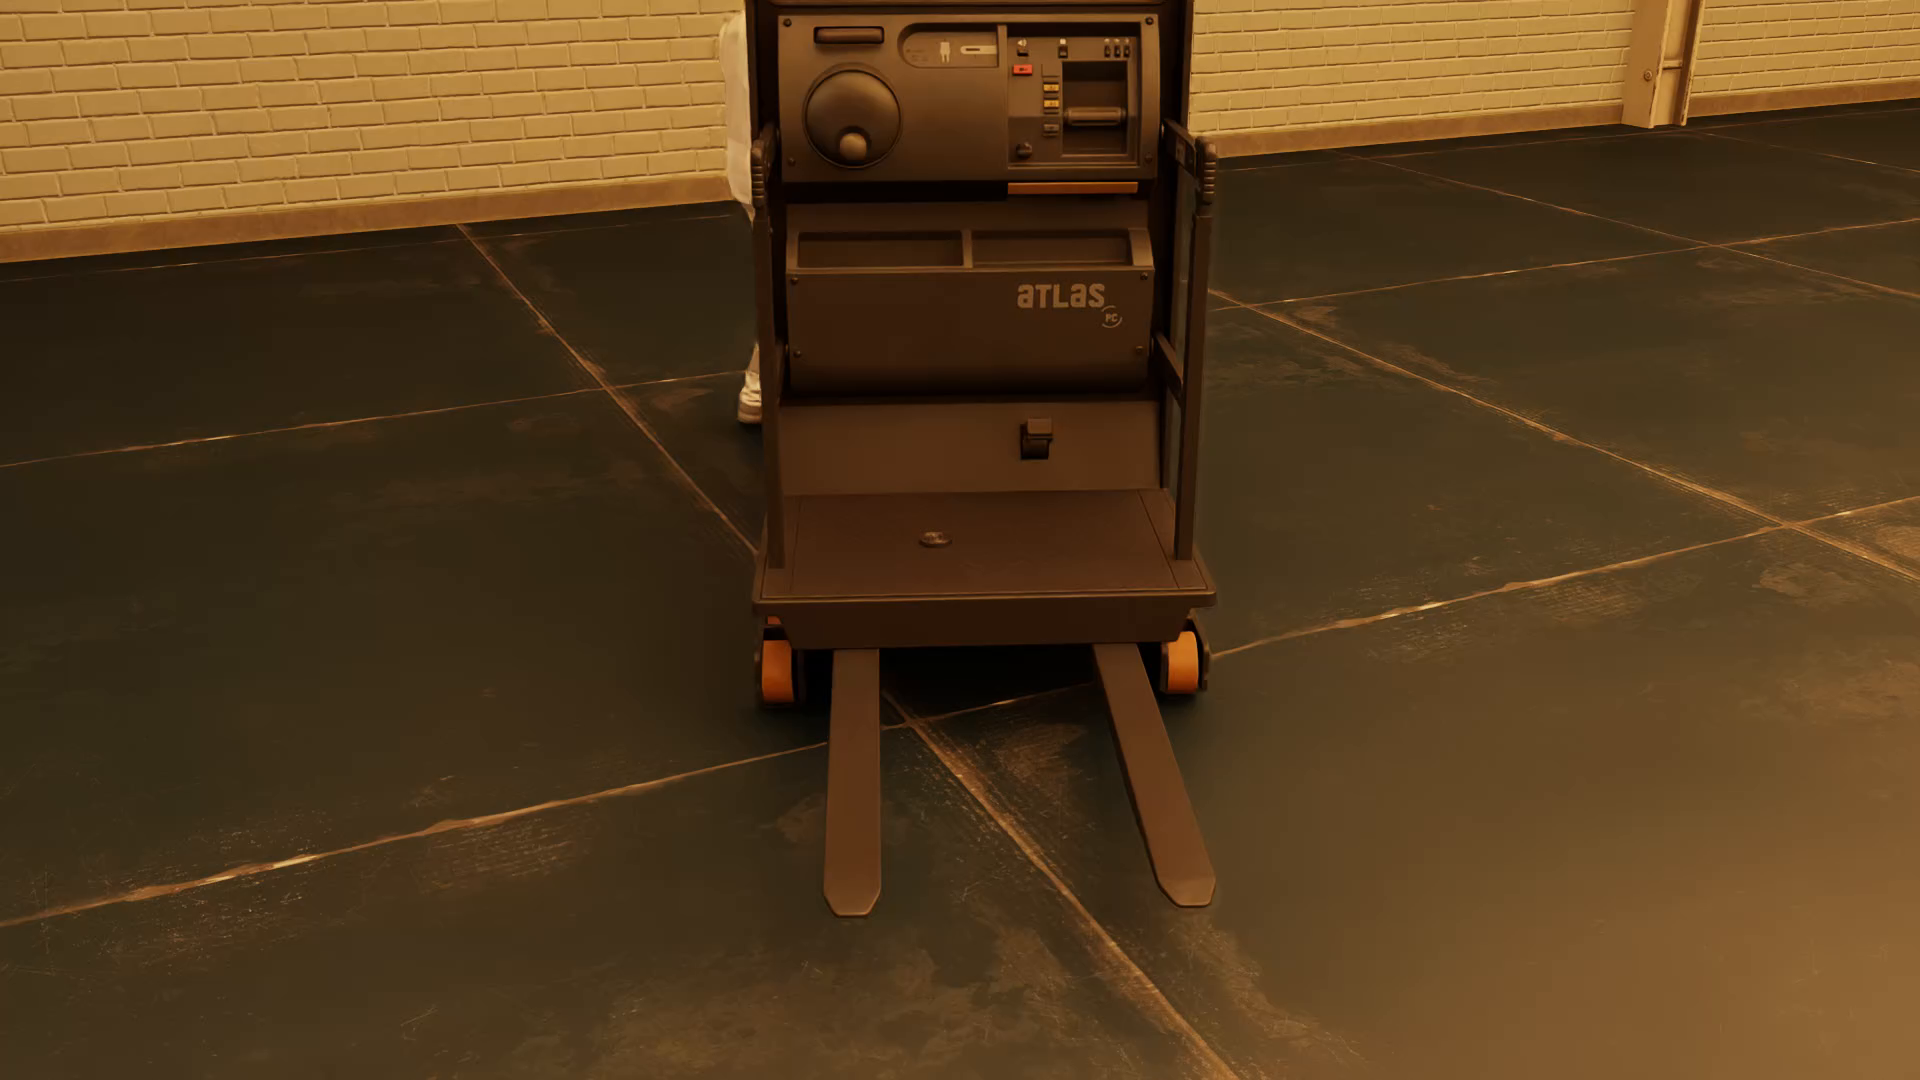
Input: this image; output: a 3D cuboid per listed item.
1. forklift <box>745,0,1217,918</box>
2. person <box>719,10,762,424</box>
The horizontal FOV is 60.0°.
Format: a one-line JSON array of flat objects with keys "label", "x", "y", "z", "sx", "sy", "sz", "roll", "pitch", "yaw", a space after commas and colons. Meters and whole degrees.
[{"label": "forklift", "x": 0.037, "y": -1.072, "z": 3.866, "sx": 1.130, "sy": 2.935, "sz": 3.031, "roll": -1, "pitch": 23, "yaw": -3}, {"label": "person", "x": -0.483, "y": -1.224, "z": 5.812, "sx": 0.652, "sy": 1.744, "sz": 0.747, "roll": -11, "pitch": 25, "yaw": -24}]
